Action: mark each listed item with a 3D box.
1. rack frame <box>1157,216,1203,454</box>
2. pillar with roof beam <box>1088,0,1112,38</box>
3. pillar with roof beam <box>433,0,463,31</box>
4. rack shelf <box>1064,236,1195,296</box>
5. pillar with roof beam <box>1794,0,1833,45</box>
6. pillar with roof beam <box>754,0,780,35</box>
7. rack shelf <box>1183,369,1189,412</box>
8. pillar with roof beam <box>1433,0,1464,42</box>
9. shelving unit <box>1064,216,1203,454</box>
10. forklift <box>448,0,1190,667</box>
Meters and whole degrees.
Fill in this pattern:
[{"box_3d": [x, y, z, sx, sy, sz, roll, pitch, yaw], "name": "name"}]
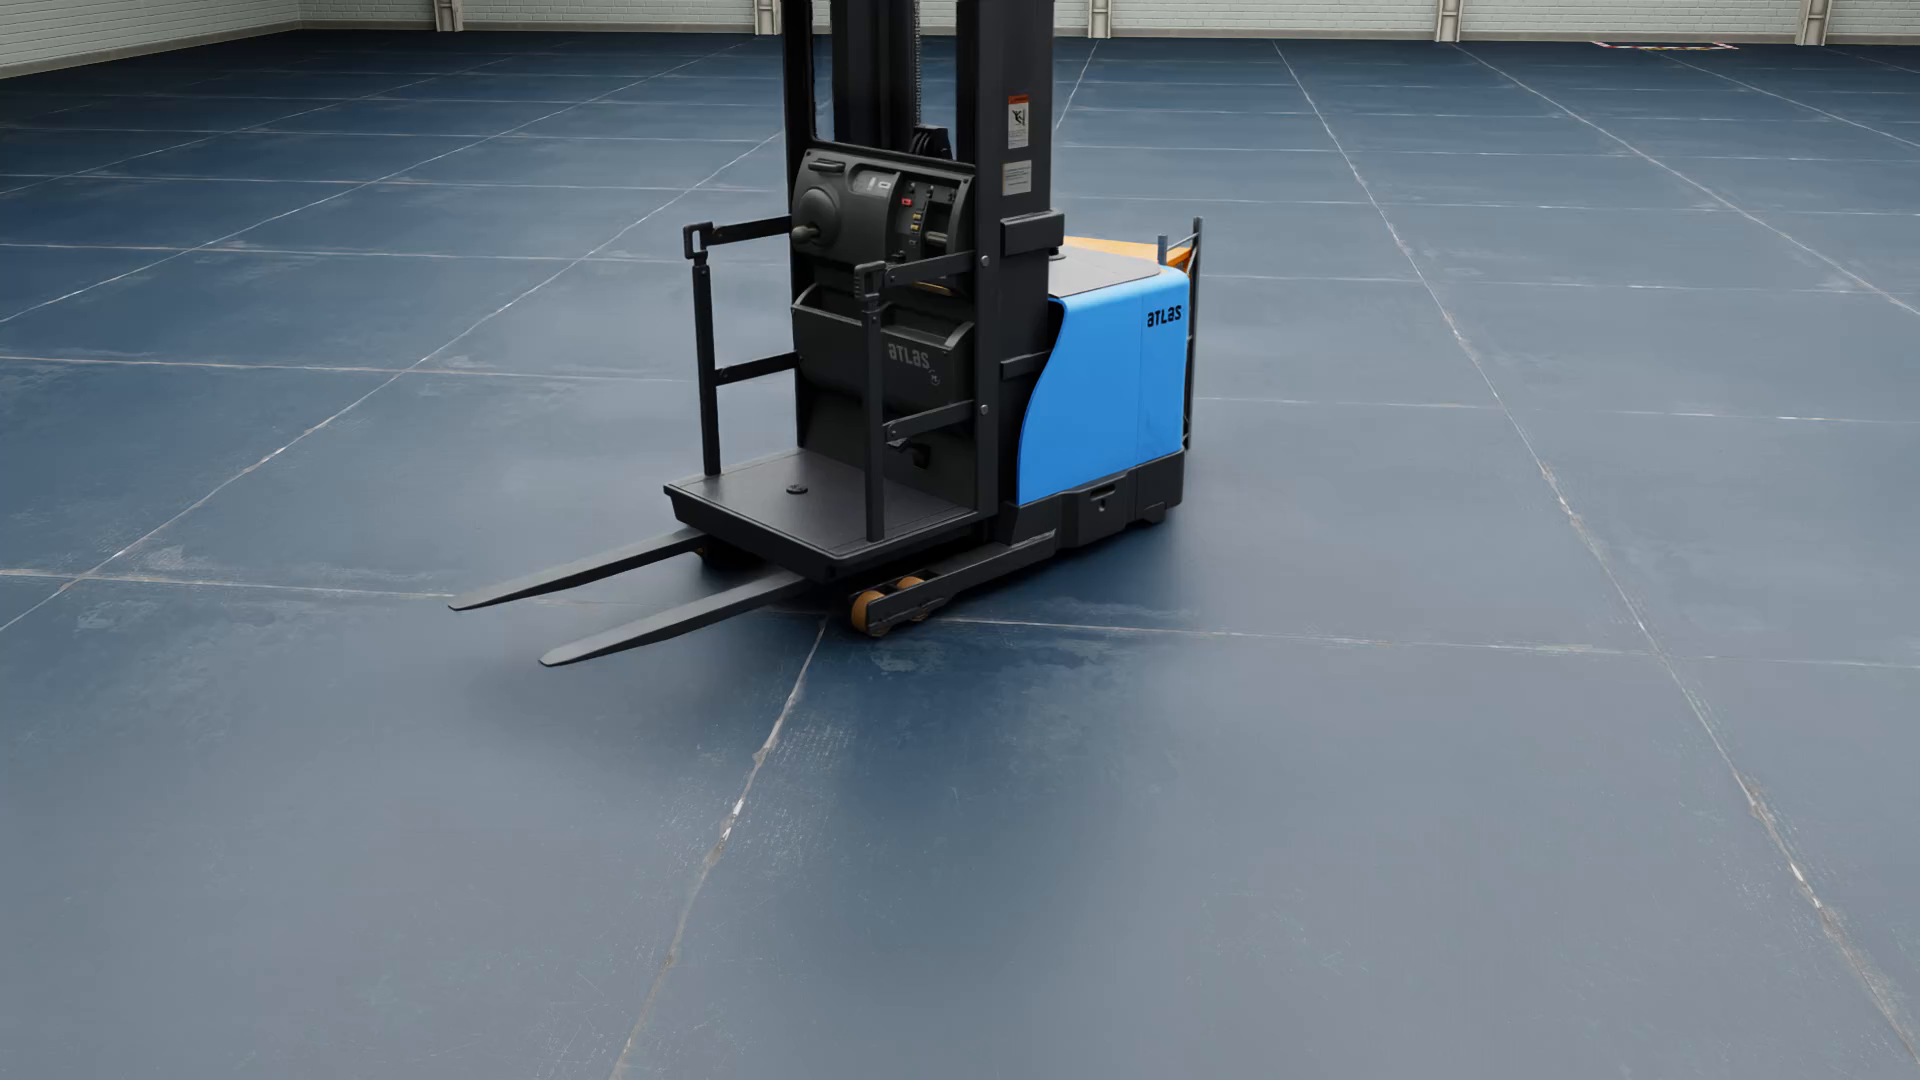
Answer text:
[{"box_3d": [0.988, -0.881, 7.638, 0.032, 1.125, 0.500, 11, 24, 25], "name": "rack frame"}, {"box_3d": [1.967, -11.530, 23.865, 0.400, 9.000, 9.100, 2, 22, 6], "name": "pillar with roof beam"}, {"box_3d": [-9.949, -12.050, 25.178, 0.400, 9.000, 9.100, 2, 22, 6], "name": "pillar with roof beam"}, {"box_3d": [0.536, -1.238, 7.746, 1.000, 0.278, 0.538, 11, 24, 25], "name": "rack shelf"}, {"box_3d": [13.884, -11.011, 22.552, 0.400, 9.000, 9.100, 2, 22, 6], "name": "pillar with roof beam"}, {"box_3d": [-3.991, -11.790, 24.522, 0.400, 9.000, 9.100, 2, 22, 6], "name": "pillar with roof beam"}, {"box_3d": [0.536, -0.739, 7.943, 1.000, 0.278, 0.538, 11, 24, 25], "name": "rack shelf"}, {"box_3d": [7.926, -11.271, 23.209, 0.400, 9.000, 9.100, 2, 22, 6], "name": "pillar with roof beam"}, {"box_3d": [0.536, -0.966, 7.853, 1.048, 1.125, 0.538, 11, 24, 25], "name": "shelving unit"}, {"box_3d": [-0.453, -1.226, 6.055, 3.031, 2.935, 1.130, -19, 29, -40], "name": "forklift"}]
